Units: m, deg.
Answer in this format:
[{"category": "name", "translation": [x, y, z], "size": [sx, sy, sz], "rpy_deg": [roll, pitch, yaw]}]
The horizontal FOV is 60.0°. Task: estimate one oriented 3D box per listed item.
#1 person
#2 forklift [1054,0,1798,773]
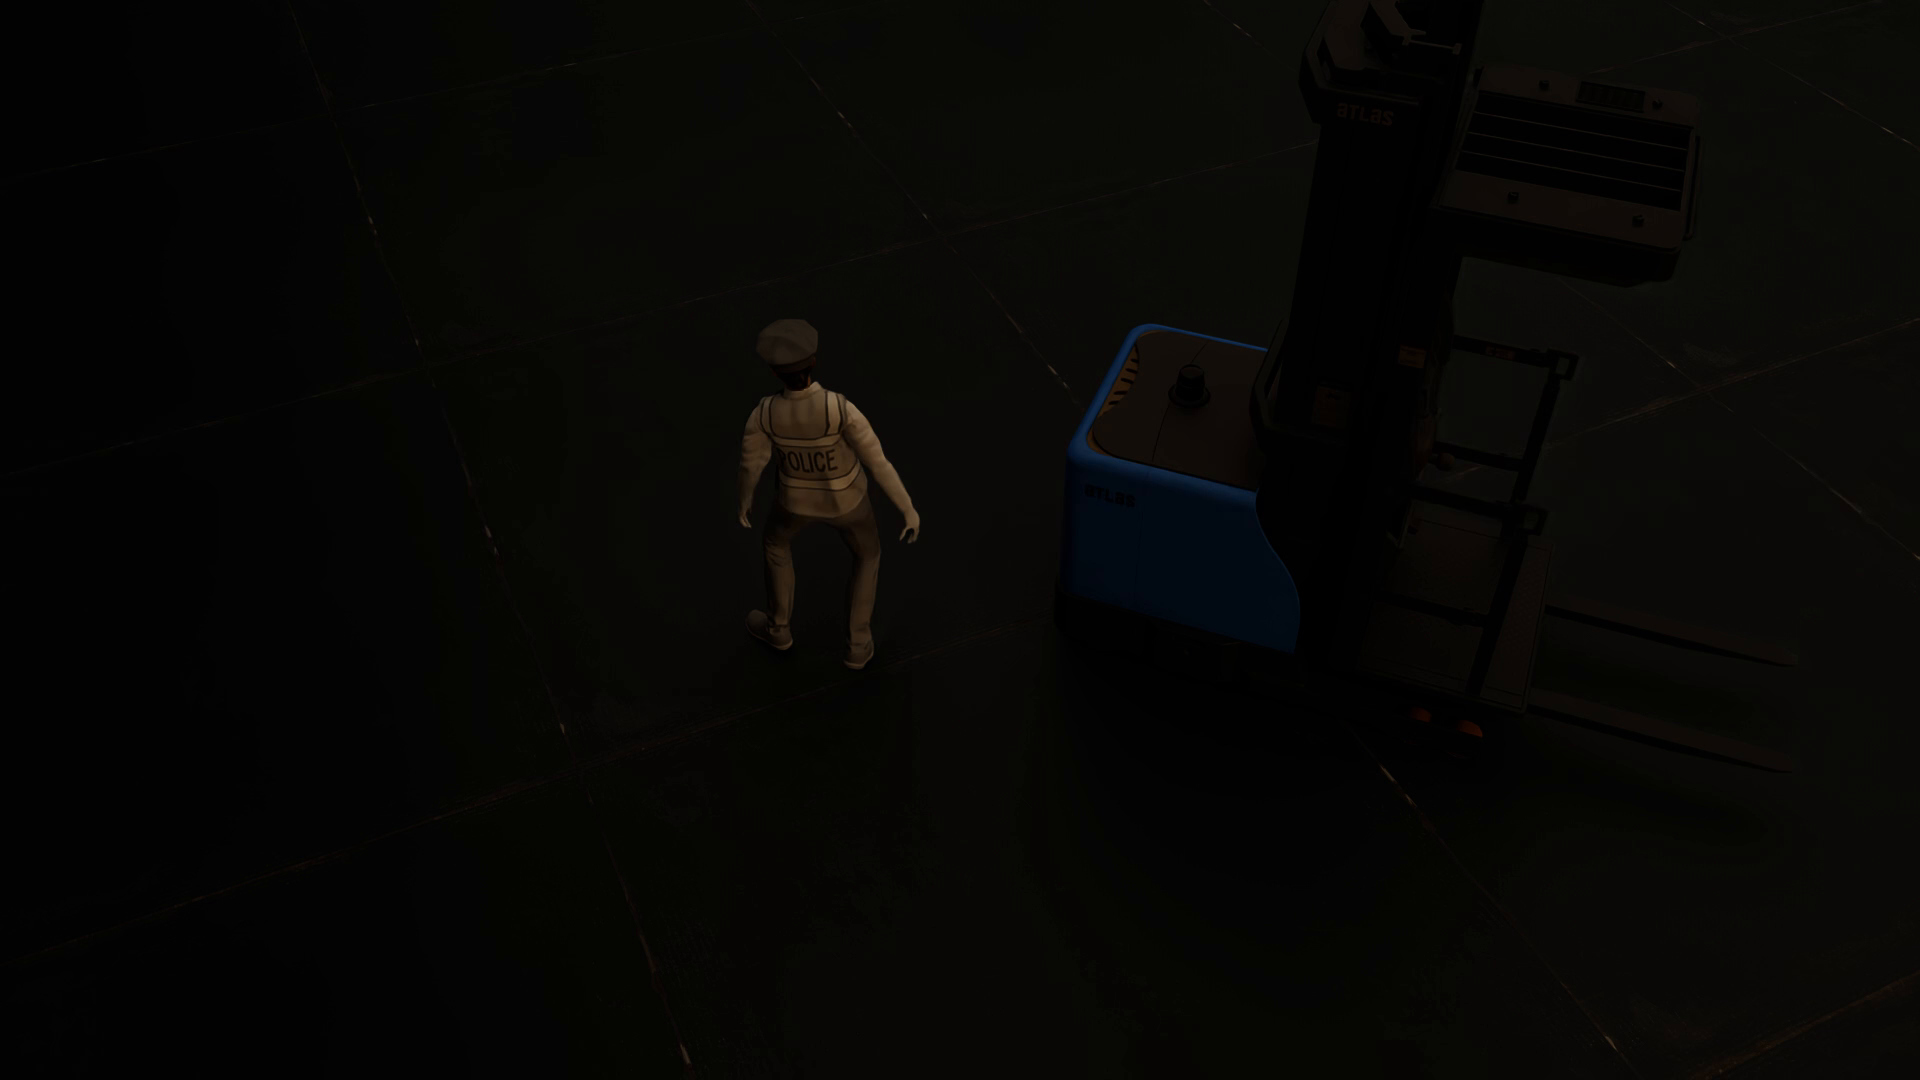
[{"category": "person", "translation": [-0.562, -0.132, 6.812], "size": [0.815, 1.595, 0.457], "rpy_deg": [7, 43, 7]}, {"category": "forklift", "translation": [1.984, -0.583, 6.305], "size": [3.031, 2.935, 1.130], "rpy_deg": [15, 45, 15]}]
